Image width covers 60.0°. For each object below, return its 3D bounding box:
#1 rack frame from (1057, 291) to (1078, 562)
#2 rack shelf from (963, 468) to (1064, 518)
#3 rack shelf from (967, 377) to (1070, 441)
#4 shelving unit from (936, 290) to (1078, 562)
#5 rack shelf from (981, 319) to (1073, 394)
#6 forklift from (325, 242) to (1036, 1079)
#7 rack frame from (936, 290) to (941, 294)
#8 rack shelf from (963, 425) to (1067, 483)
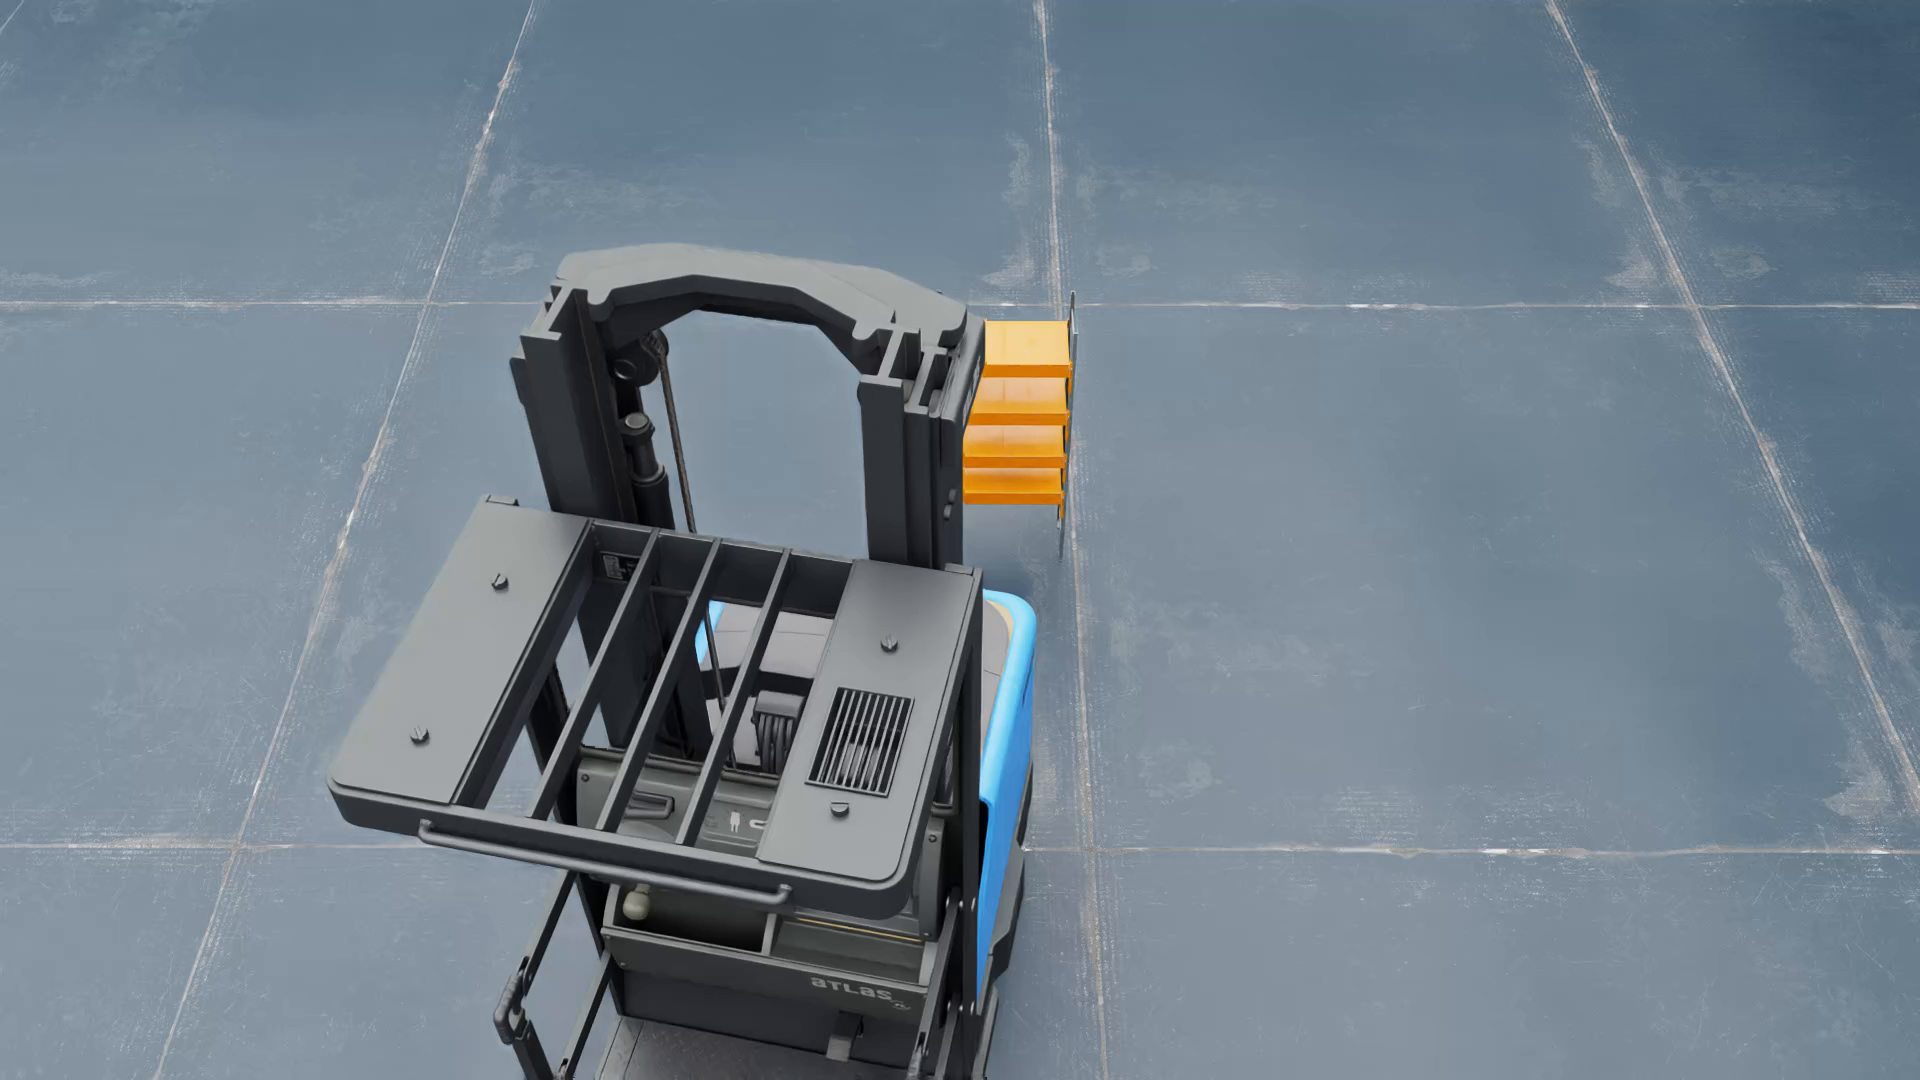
[{"bbox_3d":[0.410,-0.408,6.391,0.015,1.200,0.240,0,47,0],"label":"rack frame"},{"bbox_3d":[0.166,-0.227,6.586,0.480,0.148,0.258,0,47,0],"label":"rack shelf"},{"bbox_3d":[0.166,-0.515,6.277,0.480,0.148,0.258,0,47,0],"label":"rack shelf"},{"bbox_3d":[0.166,-0.408,6.391,0.503,1.200,0.258,0,47,0],"label":"shelving unit"},{"bbox_3d":[0.166,-0.676,6.104,0.480,0.148,0.258,0,47,0],"label":"rack shelf"},{"bbox_3d":[-0.544,0.898,3.993,1.130,2.935,3.031,8,48,8],"label":"forklift"},{"bbox_3d":[-0.078,-0.409,6.392,0.015,1.200,0.240,0,47,0],"label":"rack frame"},{"bbox_3d":[0.166,-0.363,6.440,0.480,0.148,0.258,0,47,0],"label":"rack shelf"}]
